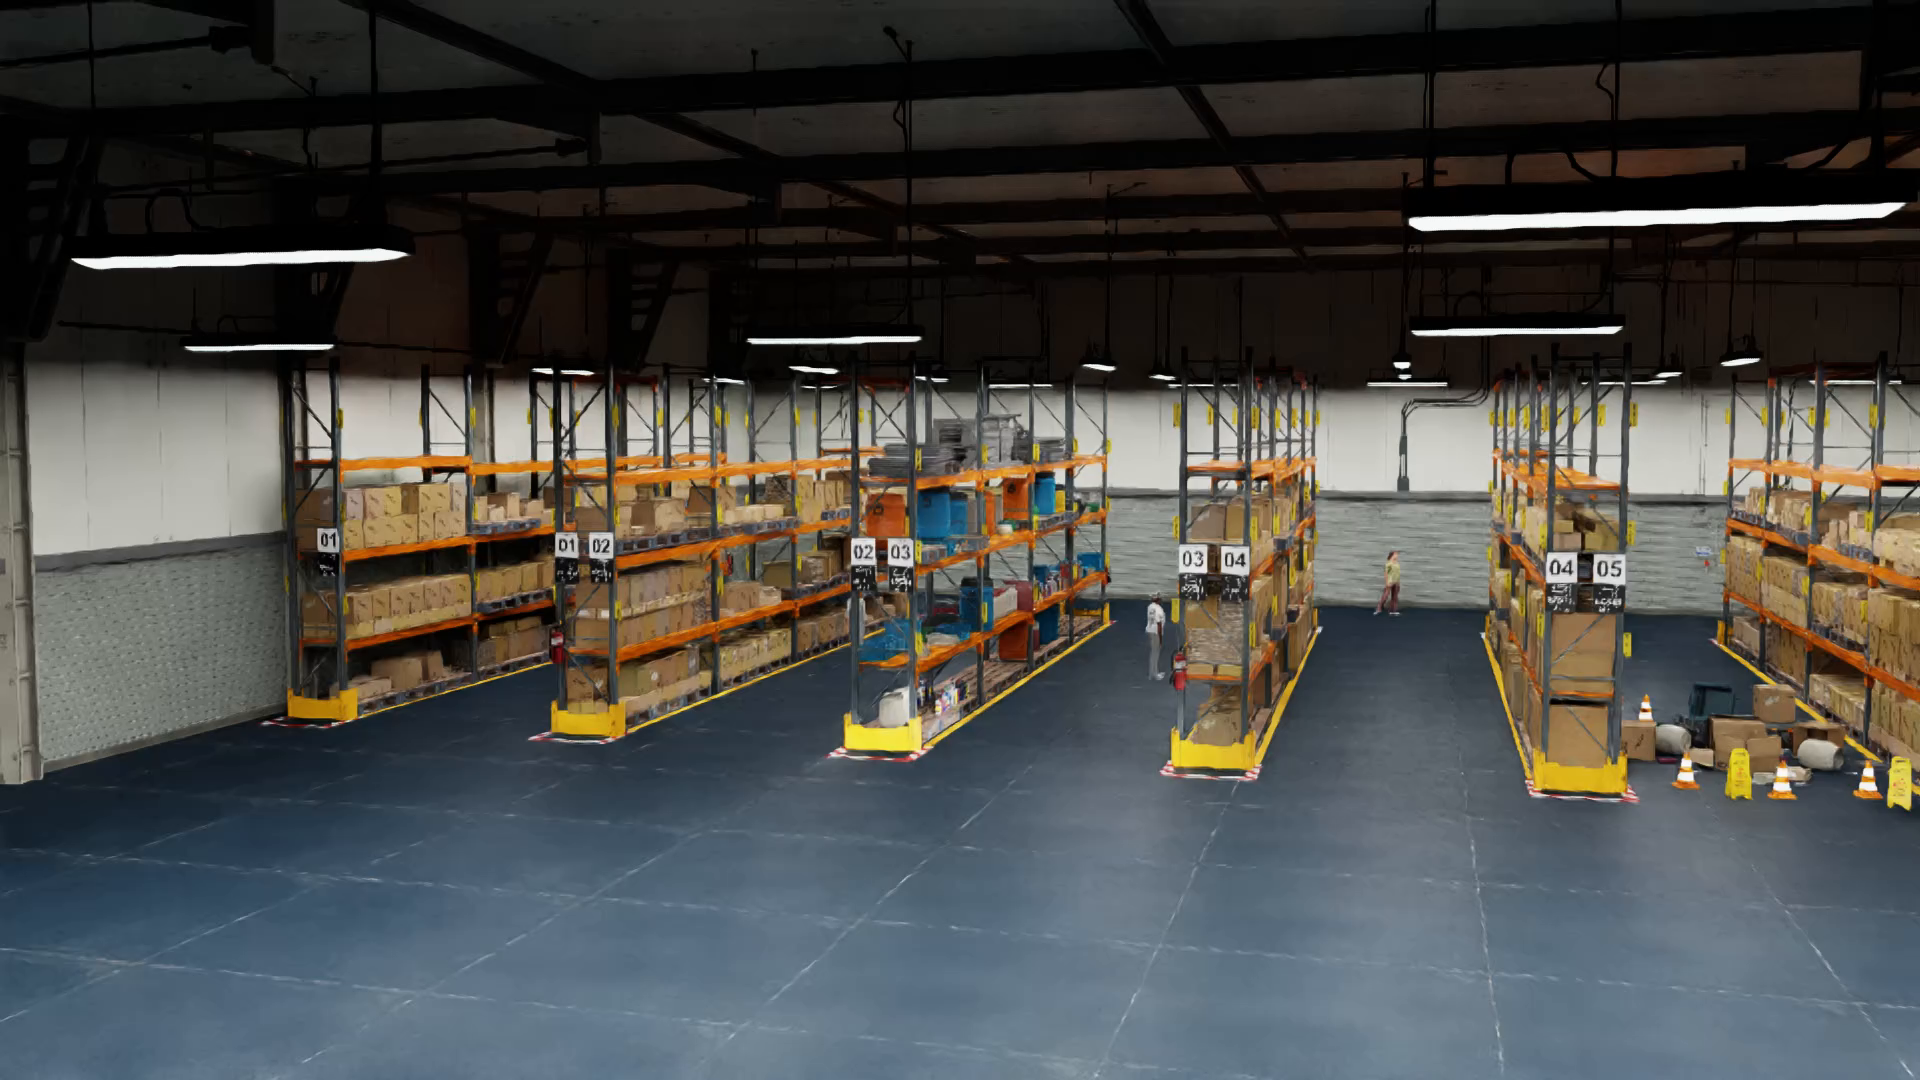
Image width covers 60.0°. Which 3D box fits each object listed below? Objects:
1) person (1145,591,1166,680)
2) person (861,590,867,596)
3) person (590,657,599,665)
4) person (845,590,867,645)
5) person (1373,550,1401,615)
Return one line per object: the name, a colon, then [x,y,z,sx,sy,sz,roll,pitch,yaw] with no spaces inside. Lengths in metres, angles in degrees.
person: [3.773,1.817,31.861,0.422,1.677,0.502,-1,4,-15]
person: [-2.690,0.799,45.297,0.594,1.769,0.573,-2,4,-20]
person: [-6.626,1.893,30.434,0.450,1.727,0.584,-1,4,-16]
person: [-2.133,1.719,34.108,0.412,1.533,0.955,1,4,7]
person: [10.819,1.208,42.156,0.647,1.414,0.459,-2,5,-30]
